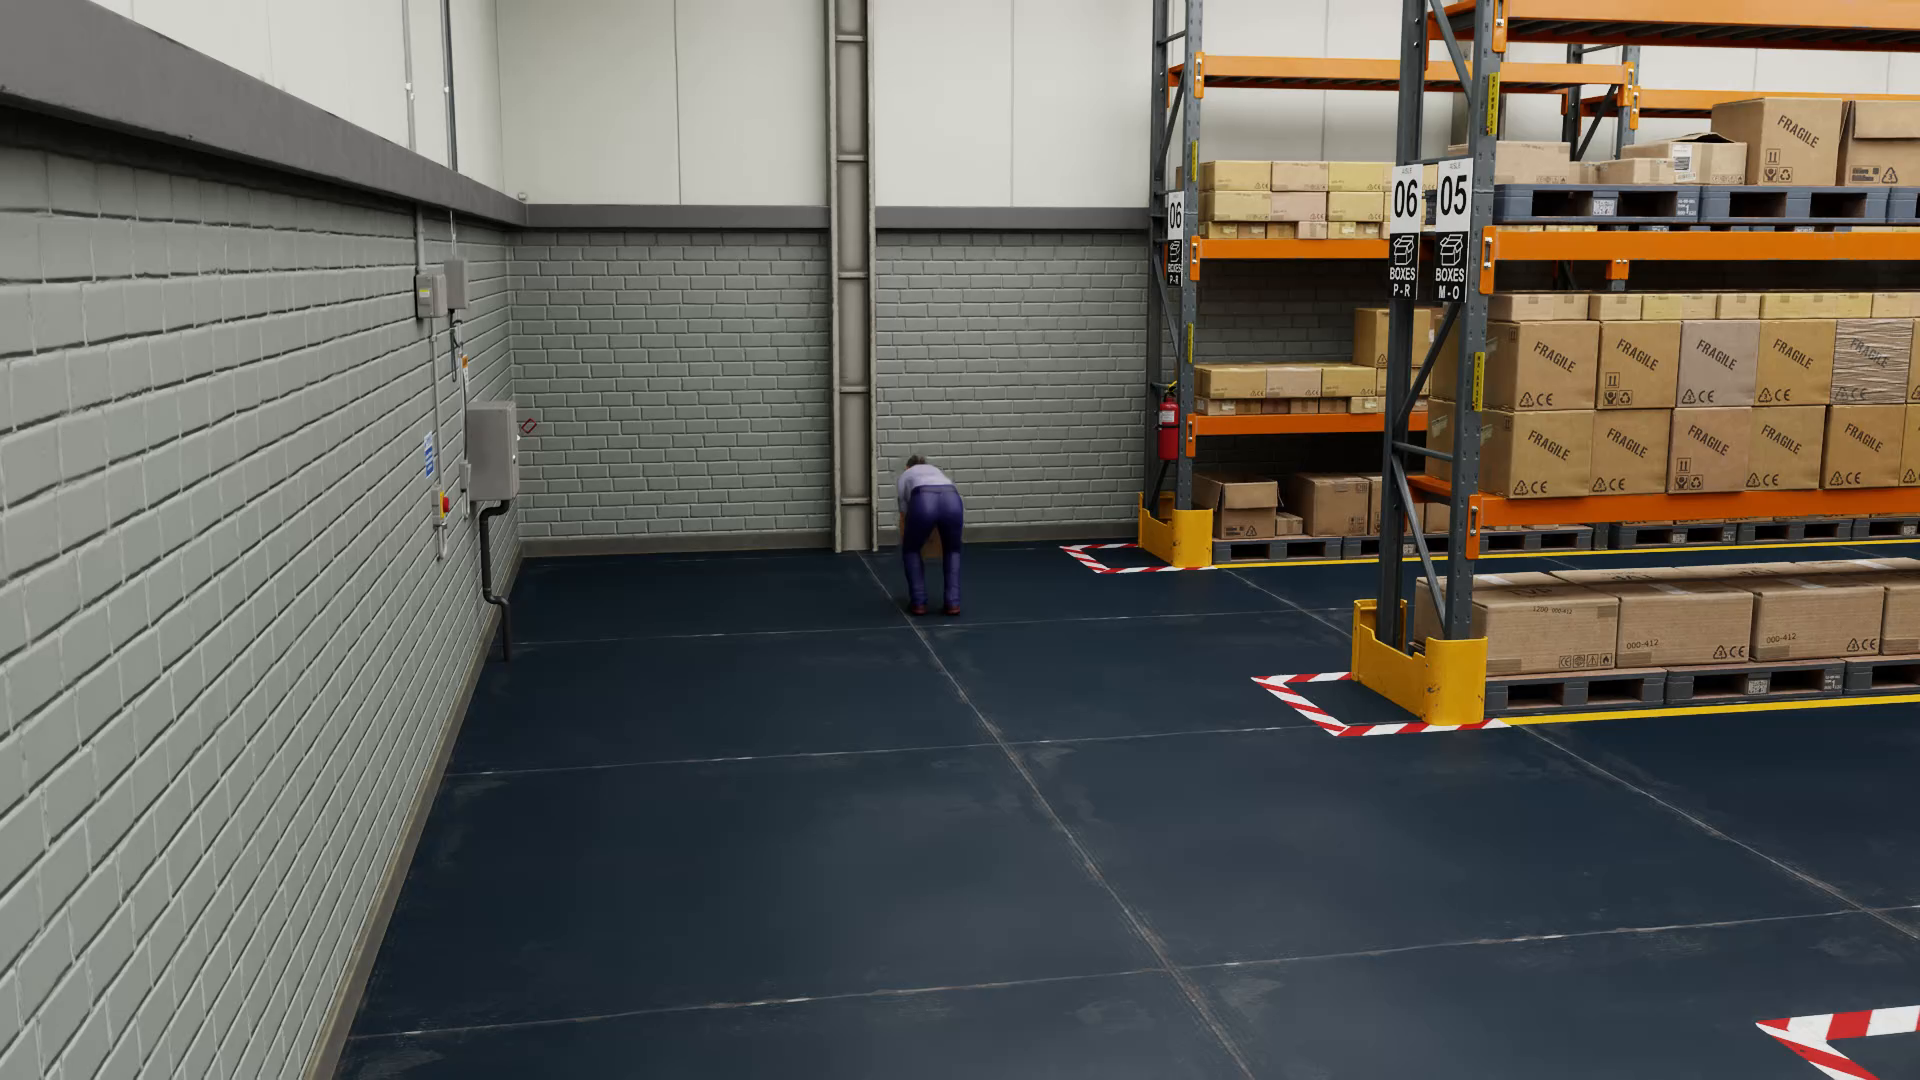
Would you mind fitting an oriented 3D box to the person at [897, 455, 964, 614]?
[{"bbox_3d":[-0.240,-0.044,12.677,0.455,1.153,0.888,-2,10,-13],"label":"person"}]
